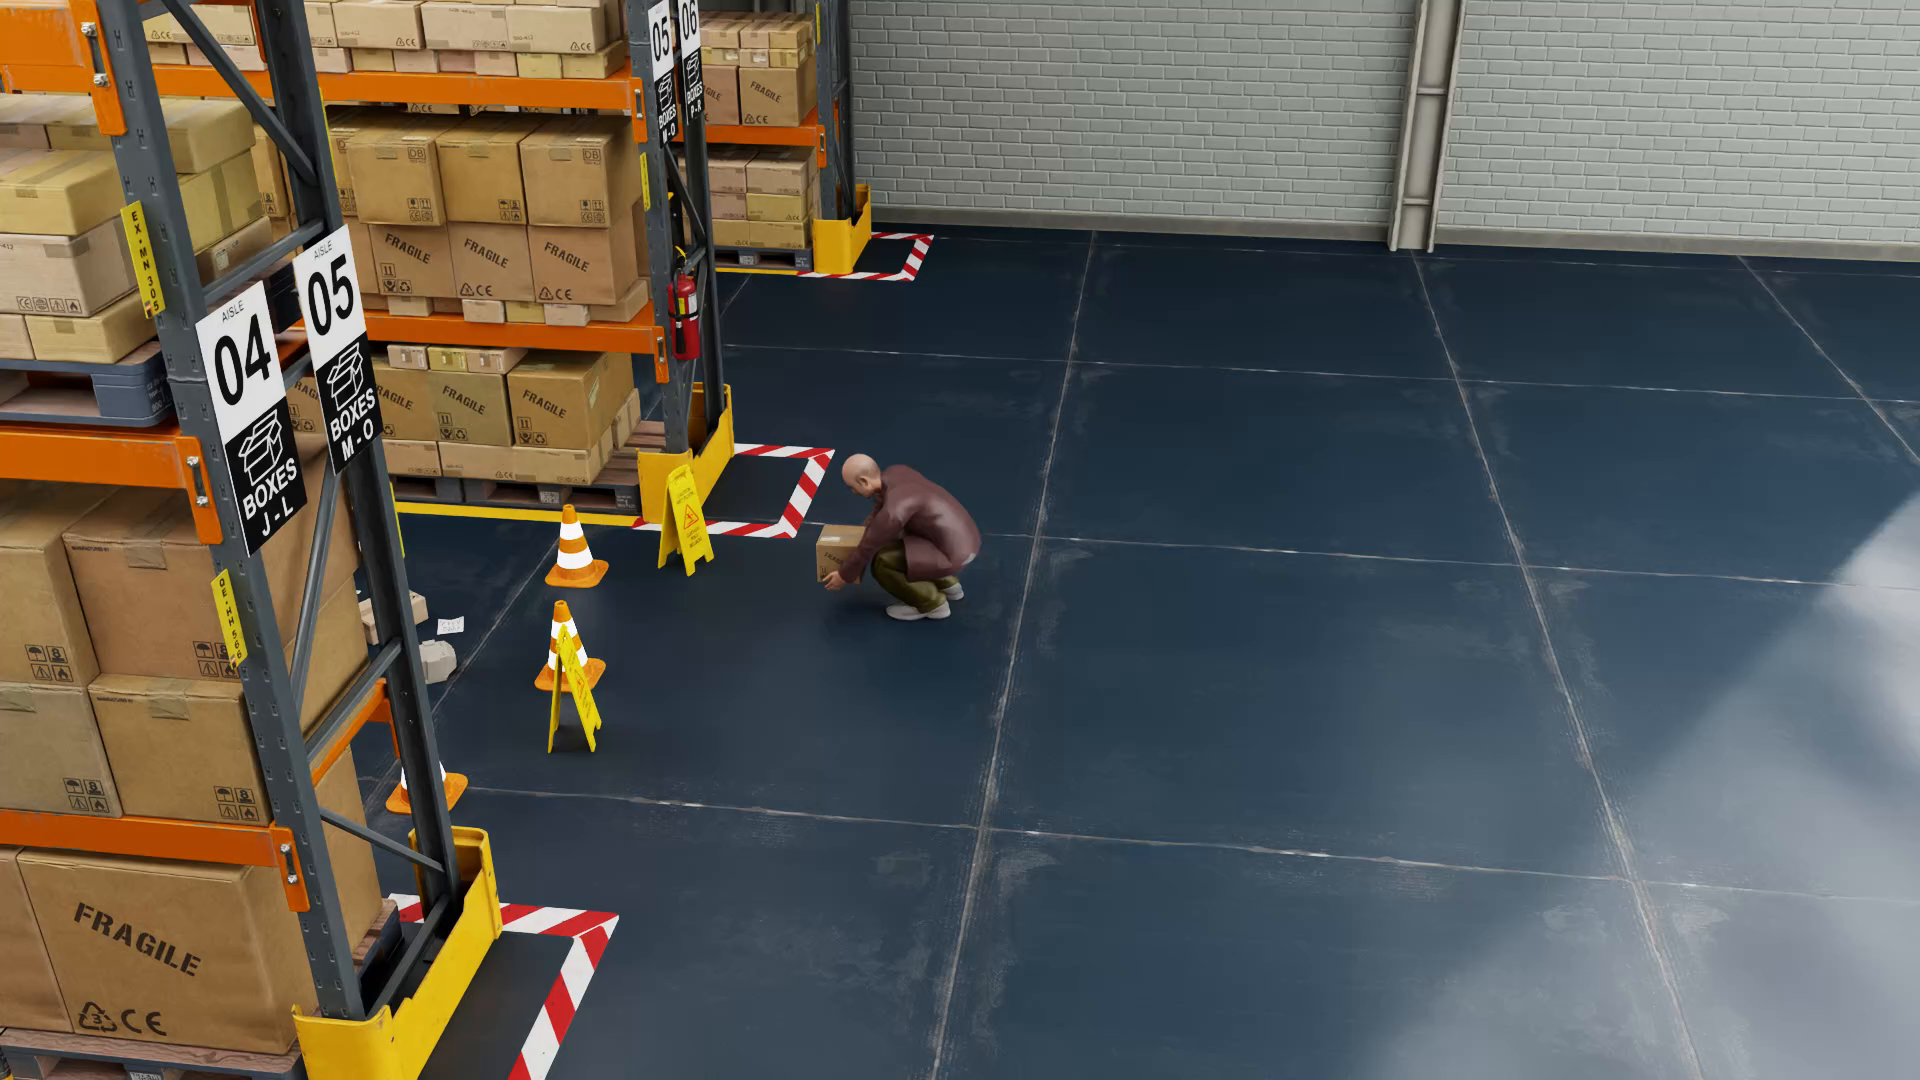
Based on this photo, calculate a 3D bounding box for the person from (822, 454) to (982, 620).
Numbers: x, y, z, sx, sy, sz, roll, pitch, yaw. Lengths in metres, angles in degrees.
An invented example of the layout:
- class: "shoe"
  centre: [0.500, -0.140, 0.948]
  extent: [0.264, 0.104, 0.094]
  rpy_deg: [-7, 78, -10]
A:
- class: "person"
  centre: [-0.331, -0.040, 9.569]
  extent: [0.902, 0.980, 0.605]
  rpy_deg: [3, 28, 6]
